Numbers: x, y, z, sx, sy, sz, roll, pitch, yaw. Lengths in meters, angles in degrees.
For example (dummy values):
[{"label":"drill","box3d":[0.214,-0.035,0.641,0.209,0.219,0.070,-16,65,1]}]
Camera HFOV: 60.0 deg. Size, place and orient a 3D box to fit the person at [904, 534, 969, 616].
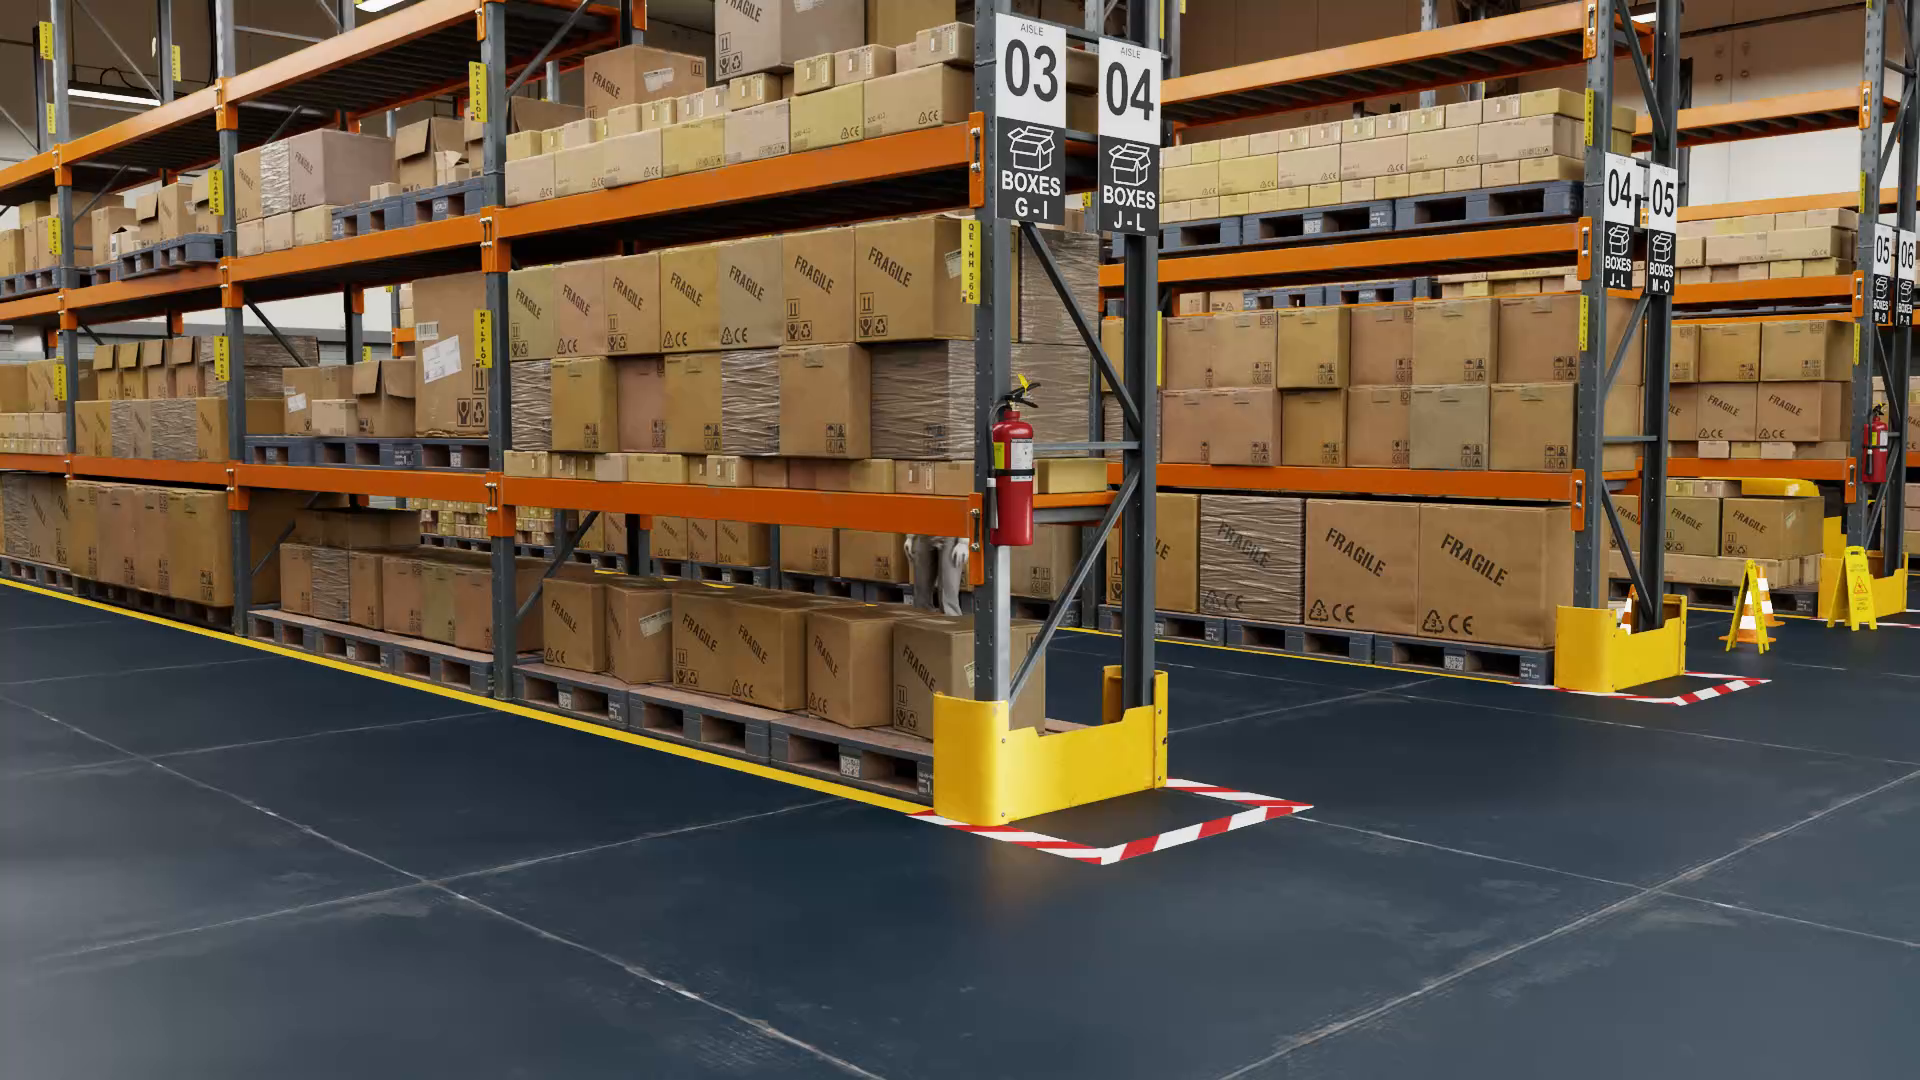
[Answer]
[{"label":"person","box3d":[-0.133,0.017,10.756,0.545,1.666,0.370,4,6,43]}]
